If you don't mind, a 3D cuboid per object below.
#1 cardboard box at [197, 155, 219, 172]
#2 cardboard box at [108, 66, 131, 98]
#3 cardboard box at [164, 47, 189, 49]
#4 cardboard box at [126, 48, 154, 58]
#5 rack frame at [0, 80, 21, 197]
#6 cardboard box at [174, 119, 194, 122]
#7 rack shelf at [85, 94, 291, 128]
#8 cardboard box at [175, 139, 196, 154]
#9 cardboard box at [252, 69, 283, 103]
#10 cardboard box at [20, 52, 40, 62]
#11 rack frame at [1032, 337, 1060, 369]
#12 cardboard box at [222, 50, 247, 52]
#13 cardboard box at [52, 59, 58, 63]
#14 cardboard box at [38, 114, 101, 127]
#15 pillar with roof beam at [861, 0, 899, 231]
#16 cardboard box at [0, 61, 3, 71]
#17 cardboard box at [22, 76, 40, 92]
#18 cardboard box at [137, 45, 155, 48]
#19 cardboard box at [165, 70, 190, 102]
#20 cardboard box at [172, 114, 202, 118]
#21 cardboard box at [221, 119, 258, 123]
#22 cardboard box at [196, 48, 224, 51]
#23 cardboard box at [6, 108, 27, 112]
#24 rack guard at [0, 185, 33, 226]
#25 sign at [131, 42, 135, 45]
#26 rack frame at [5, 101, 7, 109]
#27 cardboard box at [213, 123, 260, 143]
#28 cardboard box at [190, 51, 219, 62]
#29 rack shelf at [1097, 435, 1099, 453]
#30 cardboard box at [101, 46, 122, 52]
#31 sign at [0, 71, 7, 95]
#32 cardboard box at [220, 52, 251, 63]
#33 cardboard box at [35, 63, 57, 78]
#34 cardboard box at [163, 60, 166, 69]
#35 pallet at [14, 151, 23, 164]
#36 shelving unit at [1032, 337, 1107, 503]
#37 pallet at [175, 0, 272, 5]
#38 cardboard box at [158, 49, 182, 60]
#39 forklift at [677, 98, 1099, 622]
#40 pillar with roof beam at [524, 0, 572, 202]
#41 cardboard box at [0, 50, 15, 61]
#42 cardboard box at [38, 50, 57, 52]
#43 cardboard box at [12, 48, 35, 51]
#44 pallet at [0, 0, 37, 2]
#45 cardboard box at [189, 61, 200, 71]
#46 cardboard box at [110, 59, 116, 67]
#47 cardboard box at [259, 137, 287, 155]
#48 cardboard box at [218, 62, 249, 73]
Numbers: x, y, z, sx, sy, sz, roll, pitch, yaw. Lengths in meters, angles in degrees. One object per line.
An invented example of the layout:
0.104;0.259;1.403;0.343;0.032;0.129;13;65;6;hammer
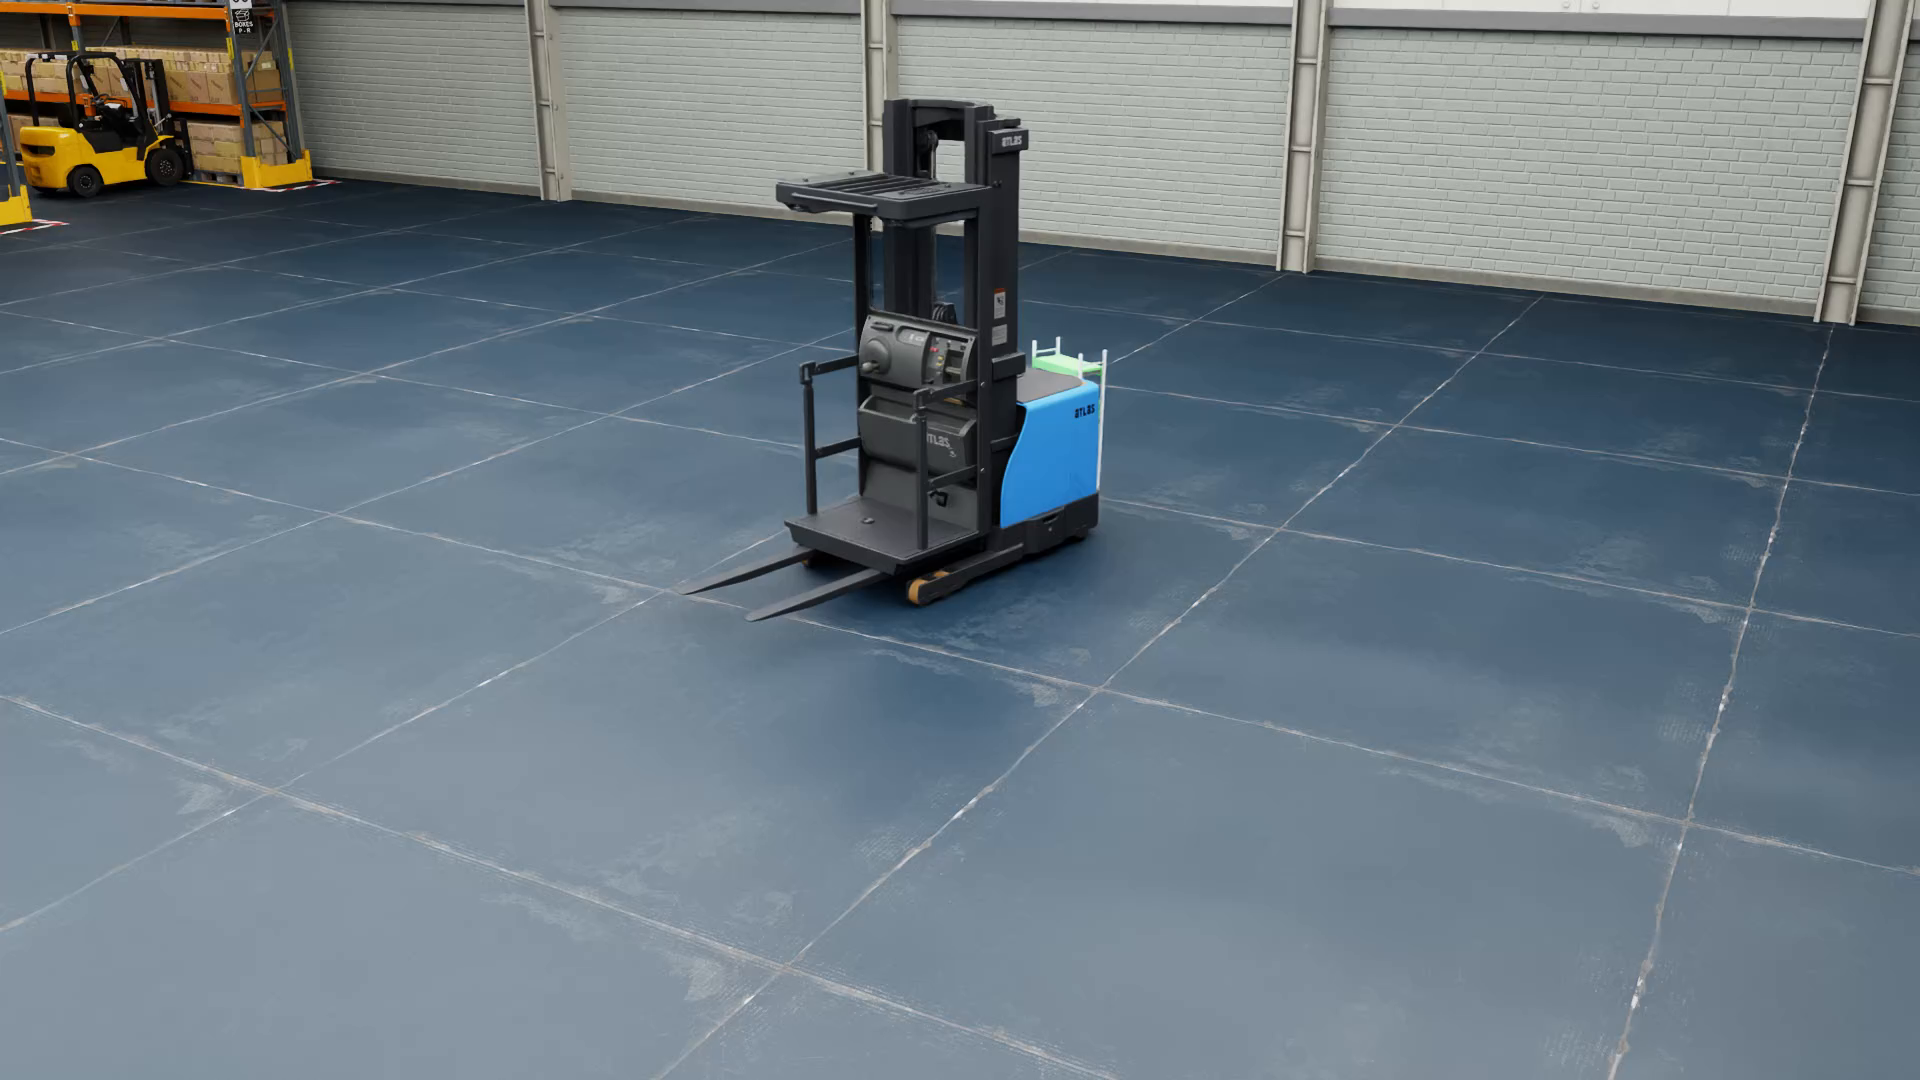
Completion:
-12.388;-6.344;27.871;0.500;0.250;0.500;11;23;27;cardboard box
-14.163;-7.848;28.455;0.500;0.500;0.500;11;23;28;cardboard box
-13.358;-8.340;28.425;0.250;0.149;0.380;11;22;27;cardboard box
-13.839;-8.220;28.093;0.250;0.149;0.380;10;22;26;cardboard box
-13.812;-5.891;23.206;0.127;3.000;1.000;11;23;27;rack frame
-13.281;-6.978;28.154;0.500;0.250;0.500;10;22;26;cardboard box
-13.140;-7.364;28.321;4.000;0.370;1.077;11;23;27;rack shelf
-12.865;-6.663;28.018;0.500;0.250;0.500;10;22;26;cardboard box
-11.691;-7.581;27.719;0.500;0.500;0.500;12;23;29;cardboard box
-16.423;-8.581;29.524;0.250;0.149;0.380;11;23;28;cardboard box
0.598;-0.852;11.942;0.240;1.200;0.015;-13;24;-36;rack frame
-12.033;-8.074;27.689;0.250;0.149;0.380;11;23;28;cardboard box
-15.715;-8.471;29.221;0.250;0.149;0.380;11;23;27;cardboard box
-16.021;-7.330;30.041;0.625;0.625;0.875;11;22;27;cardboard box
-3.186;-7.296;18.283;0.400;9.000;9.100;11;23;27;pillar with roof beam
-17.225;-8.542;30.000;0.500;0.250;0.500;10;22;26;cardboard box
-16.314;-8.143;29.636;0.500;0.250;0.500;11;23;28;cardboard box
-14.024;-8.469;28.779;0.250;0.149;0.380;11;22;27;cardboard box
-12.848;-7.594;27.755;0.500;0.500;0.500;10;22;26;cardboard box
-13.478;-7.217;28.812;0.500;0.250;0.500;11;23;28;cardboard box
-12.159;-6.962;28.110;0.500;0.250;0.500;11;23;27;cardboard box
-12.665;-8.229;28.117;0.250;0.149;0.380;10;22;26;cardboard box
-17.840;-7.673;30.985;0.625;0.625;0.875;12;23;29;cardboard box
-13.878;-4.728;23.667;0.348;0.500;1.175;11;23;27;rack guard
-14.617;-8.644;29.410;0.005;0.325;0.100;11;23;27;sign
-18.378;-8.700;30.949;0.127;3.000;1.000;11;23;27;rack frame
-11.948;-6.728;27.463;0.500;0.250;0.500;12;23;29;cardboard box
-12.463;-7.989;27.455;0.250;0.149;0.380;11;23;28;cardboard box
0.745;-0.726;11.782;0.258;0.148;0.480;-13;24;-36;rack shelf
-14.472;-8.373;28.516;0.250;0.149;0.380;11;23;28;cardboard box
-13.547;-6.459;23.504;0.005;0.325;0.100;11;23;27;sign
-11.810;-7.858;27.094;0.250;0.149;0.380;11;23;27;cardboard box
-15.892;-8.288;29.301;0.500;0.250;0.500;10;22;26;cardboard box
-13.139;-7.970;27.839;0.250;0.149;0.380;11;22;27;cardboard box
-16.618;-7.037;30.455;1.213;0.211;1.003;11;23;27;pallet
0.747;-0.786;11.761;0.258;1.200;0.503;-13;24;-36;shelving unit
-11.999;-8.863;27.130;1.213;0.211;1.003;11;23;27;pallet
-13.152;-8.111;27.793;0.250;0.149;0.380;11;23;28;cardboard box
-0.416;-1.165;10.278;1.130;2.935;3.031;17;26;39;forklift
-8.424;-8.294;21.034;0.400;9.000;9.100;11;23;27;pillar with roof beam
-17.112;-8.699;29.850;0.250;0.149;0.380;11;23;28;cardboard box
-16.397;-8.776;30.062;0.250;0.149;0.380;11;23;28;cardboard box
-17.078;-8.900;30.402;0.250;0.149;0.380;11;22;27;cardboard box
-16.764;-9.750;29.722;1.213;0.211;1.003;12;23;30;pallet
-12.479;-7.835;27.468;0.250;0.149;0.380;11;22;27;cardboard box
-14.268;-8.177;28.412;0.250;0.149;0.380;11;23;27;cardboard box
-11.703;-6.649;27.979;0.500;0.250;0.500;11;23;28;cardboard box
-11.833;-7.695;27.083;0.250;0.149;0.380;11;23;28;cardboard box
